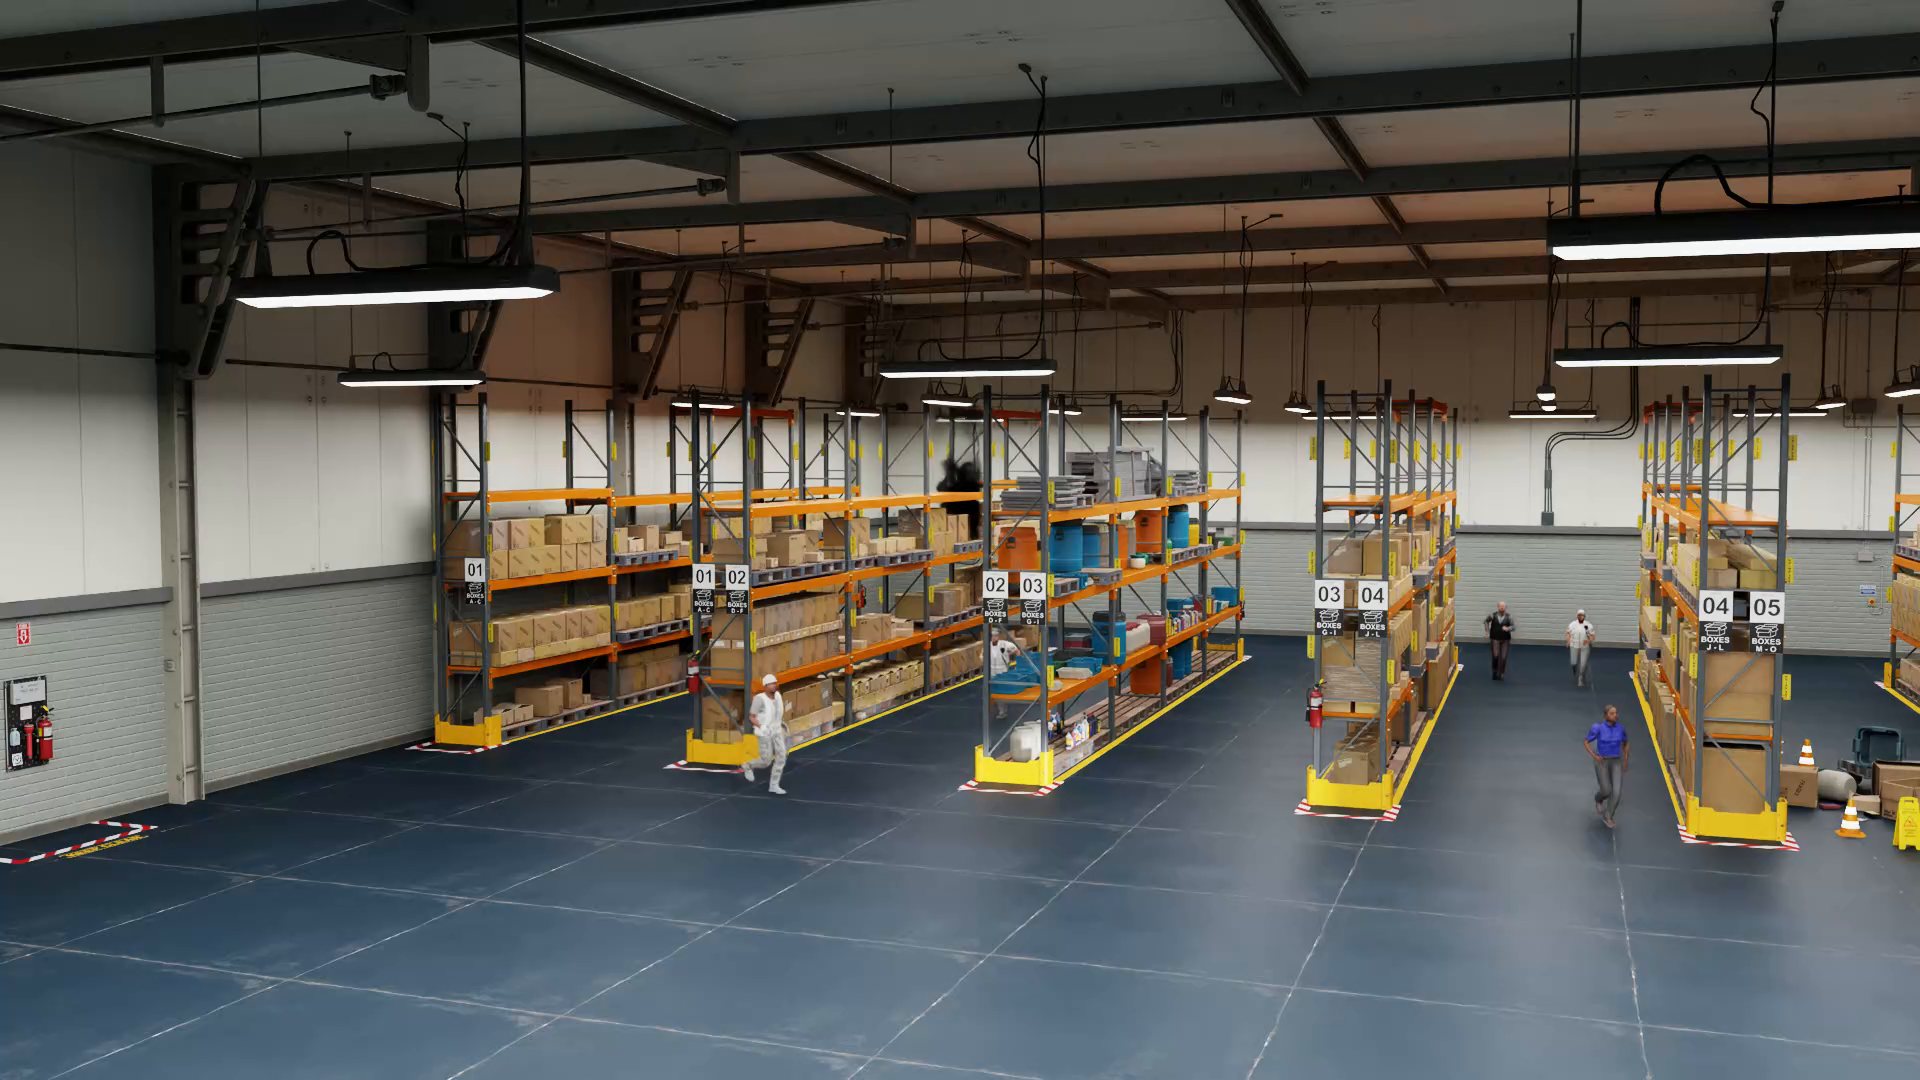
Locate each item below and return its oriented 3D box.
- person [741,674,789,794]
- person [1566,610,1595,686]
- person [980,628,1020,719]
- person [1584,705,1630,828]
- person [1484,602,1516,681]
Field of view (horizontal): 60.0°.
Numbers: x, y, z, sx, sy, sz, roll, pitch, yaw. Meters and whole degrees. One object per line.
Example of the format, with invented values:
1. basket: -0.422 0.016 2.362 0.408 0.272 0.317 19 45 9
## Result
1. person: -2.858 2.835 24.435 0.789 1.745 0.679 3 4 40
2. person: 13.246 2.307 35.536 0.607 1.629 0.538 1 3 24
3. person: 0.710 2.481 30.870 0.703 1.731 0.748 1 3 19
4. person: 8.680 3.028 22.323 0.585 1.621 0.523 0 3 1
5. person: 11.790 2.218 36.302 0.653 1.741 0.683 1 3 14
